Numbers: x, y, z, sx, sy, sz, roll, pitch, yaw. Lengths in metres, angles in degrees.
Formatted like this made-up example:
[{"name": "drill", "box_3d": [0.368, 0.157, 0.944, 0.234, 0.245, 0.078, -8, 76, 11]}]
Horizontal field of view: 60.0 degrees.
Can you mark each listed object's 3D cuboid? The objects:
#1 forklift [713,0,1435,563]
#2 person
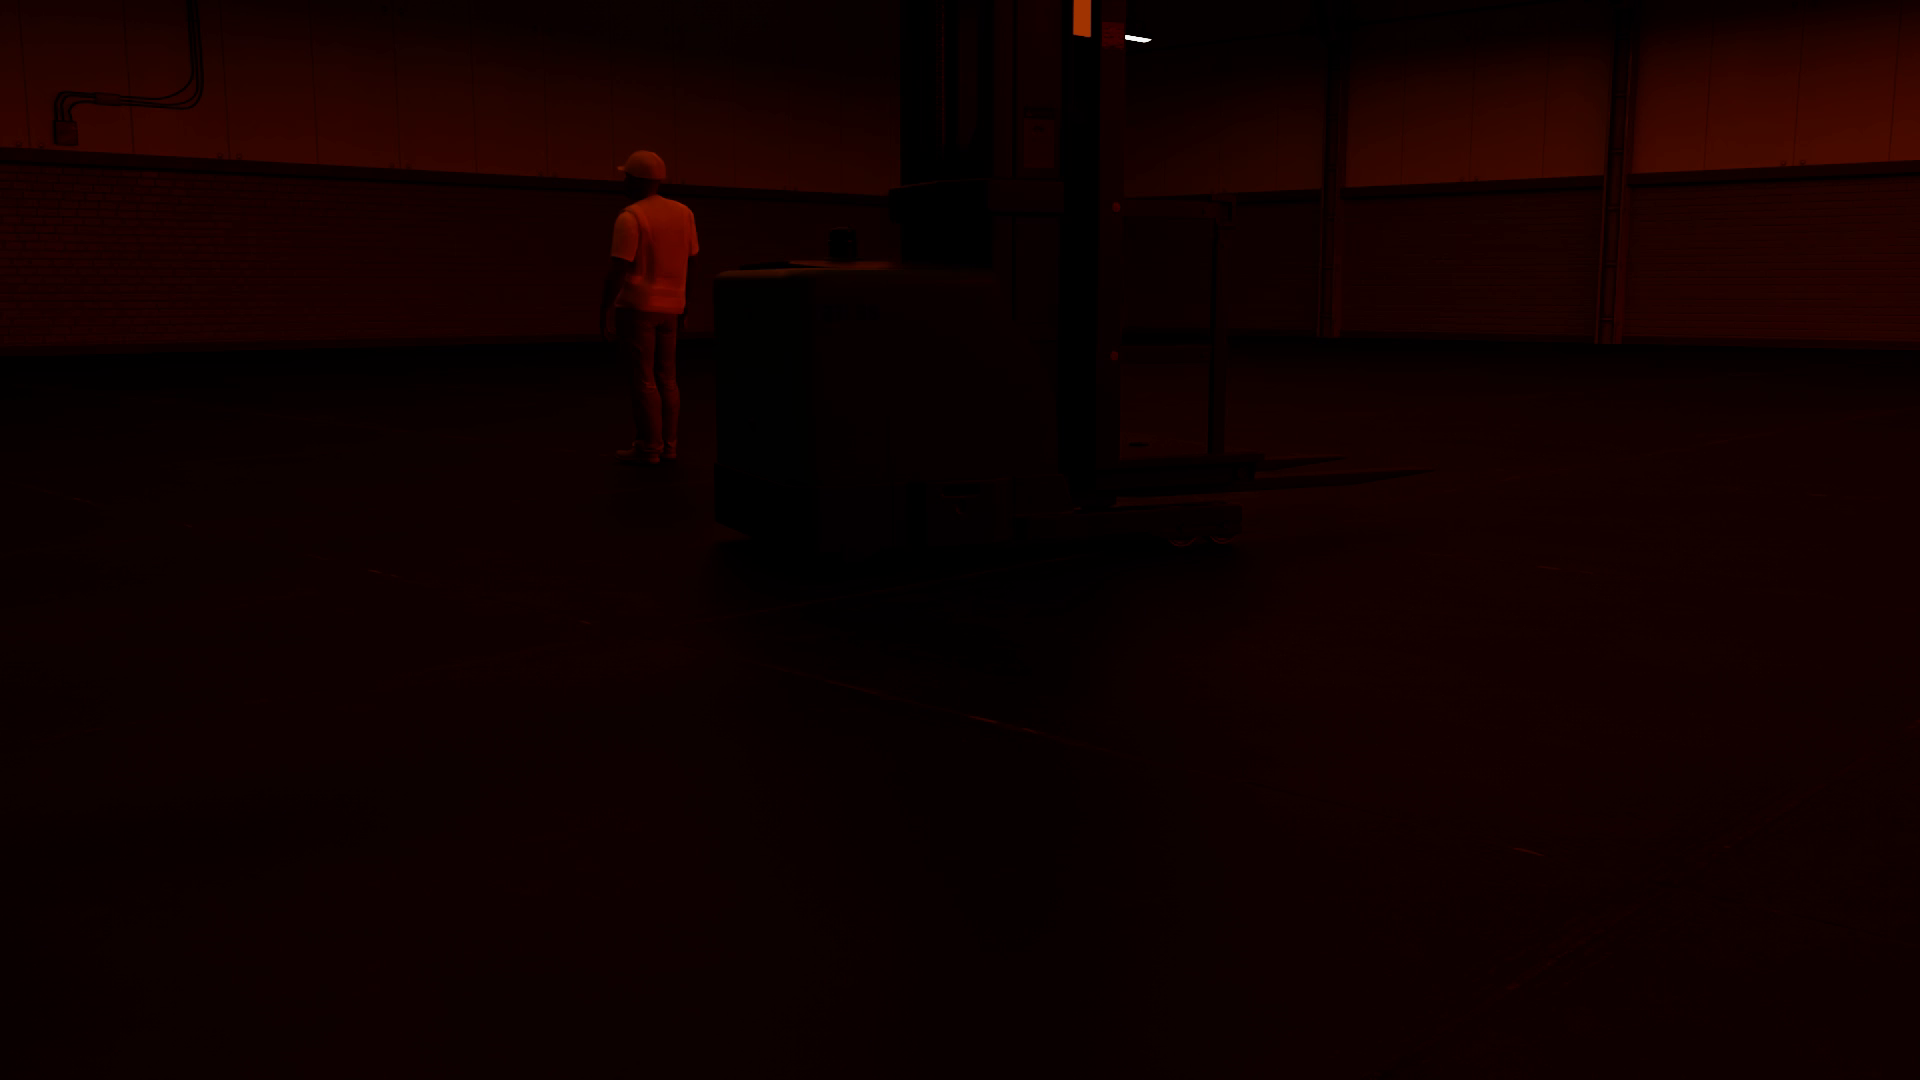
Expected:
[{"name": "forklift", "box_3d": [0.566, -1.488, 6.758, 3.031, 2.935, 1.130, -4, 9, -25]}, {"name": "person", "box_3d": [-1.837, -1.326, 9.545, 0.578, 1.765, 0.666, 7, 11, 37]}]
